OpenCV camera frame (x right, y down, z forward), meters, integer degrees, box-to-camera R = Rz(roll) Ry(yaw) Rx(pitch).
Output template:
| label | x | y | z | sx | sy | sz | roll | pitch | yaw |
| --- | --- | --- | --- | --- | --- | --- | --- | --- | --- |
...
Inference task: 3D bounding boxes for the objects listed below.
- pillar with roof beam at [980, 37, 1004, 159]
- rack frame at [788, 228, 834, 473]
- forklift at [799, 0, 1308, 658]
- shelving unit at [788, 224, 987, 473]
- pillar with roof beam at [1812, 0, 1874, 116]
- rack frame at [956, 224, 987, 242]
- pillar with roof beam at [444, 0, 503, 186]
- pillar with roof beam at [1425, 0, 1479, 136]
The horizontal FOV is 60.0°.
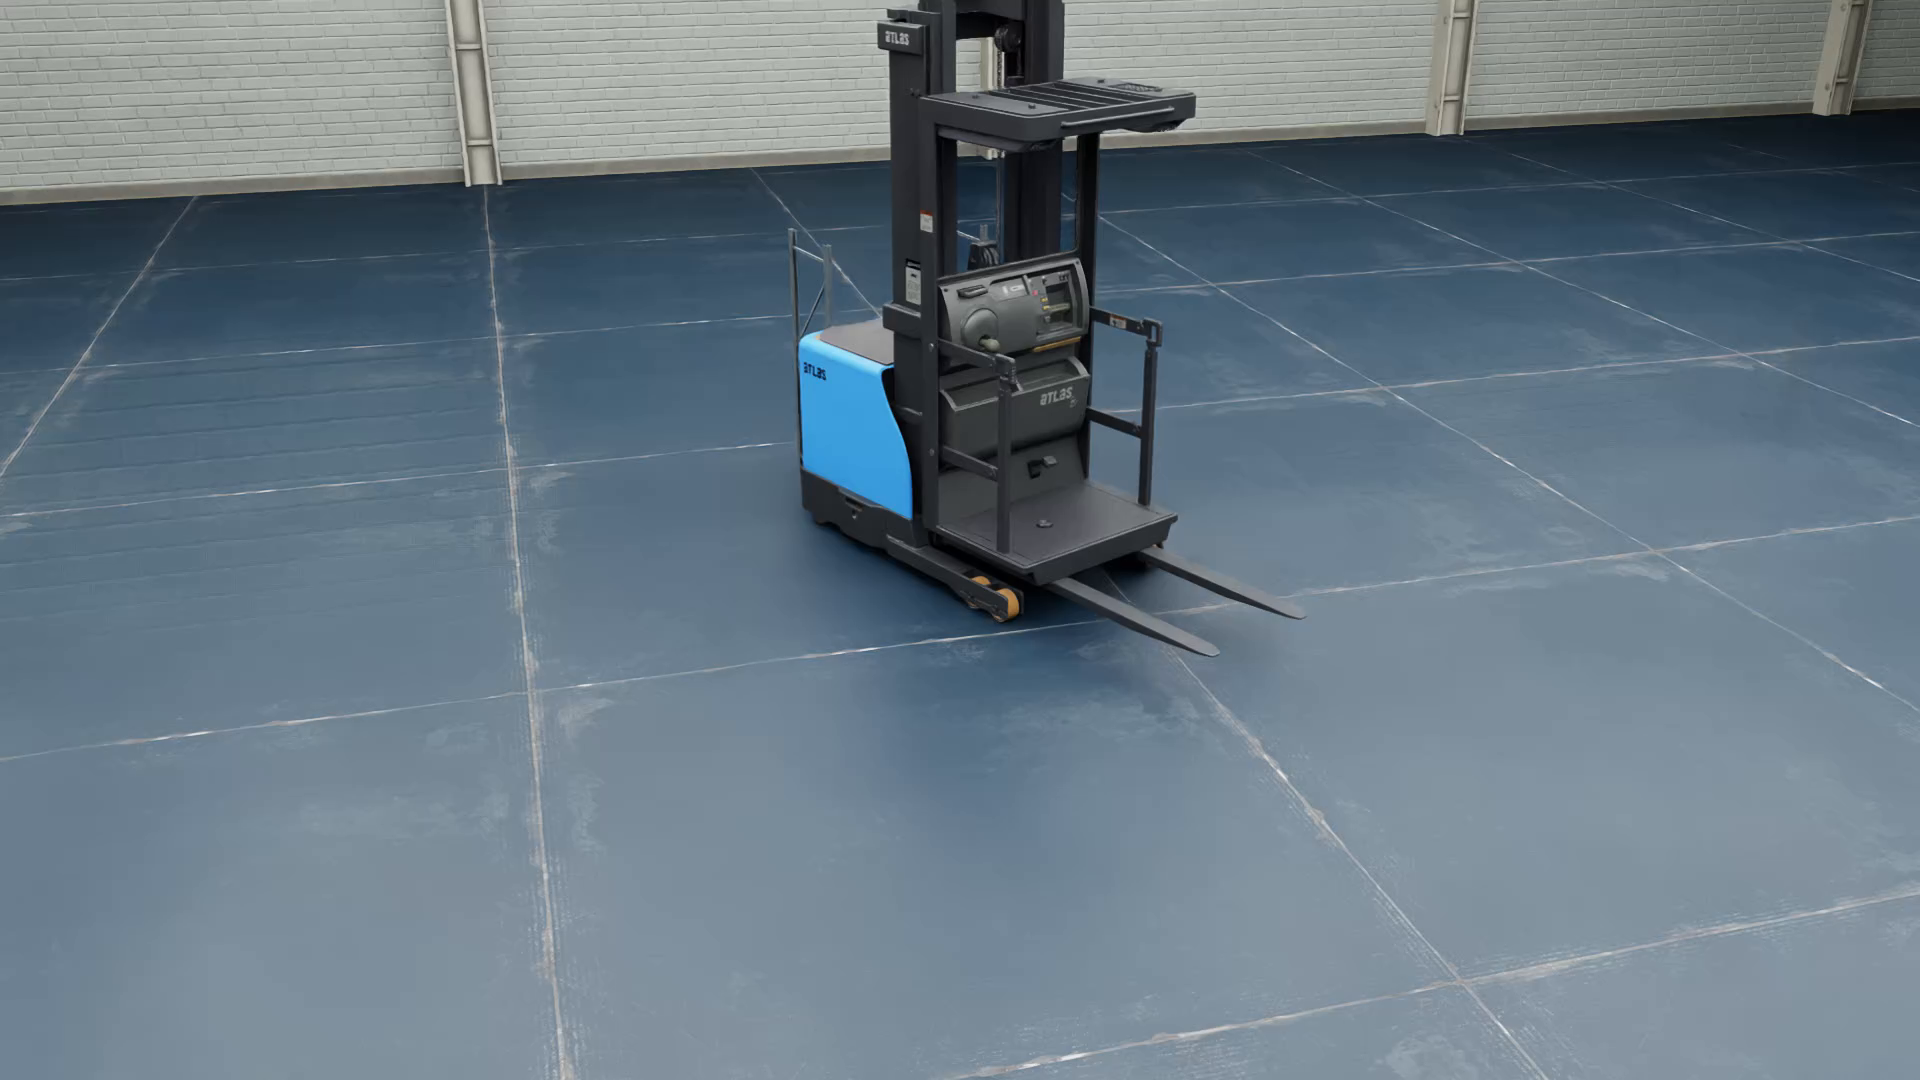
| label | x | y | z | sx | sy | sz | roll | pitch | yaw |
| --- | --- | --- | --- | --- | --- | --- | --- | --- | --- |
| pillar with roof beam | 1.638 | -7.117 | 14.425 | 0.400 | 9.000 | 9.100 | -6 | 24 | -14 |
| rack frame | -0.858 | -1.034 | 9.759 | 0.032 | 1.500 | 0.500 | -13 | 26 | -28 |
| forklift | 0.422 | -1.161 | 8.240 | 1.130 | 2.935 | 3.031 | -18 | 29 | -36 |
| shelving unit | -0.420 | -1.136 | 9.996 | 1.048 | 1.500 | 0.538 | -13 | 26 | -28 |
| pillar with roof beam | 13.192 | -8.396 | 17.404 | 0.400 | 9.000 | 9.100 | -6 | 24 | -14 |
| rack frame | 0.018 | -1.238 | 10.233 | 0.032 | 1.500 | 0.500 | -13 | 26 | -28 |
| pillar with roof beam | -4.139 | -6.478 | 12.936 | 0.400 | 9.000 | 9.100 | -6 | 24 | -14 |
| pillar with roof beam | 7.415 | -7.756 | 15.915 | 0.400 | 9.000 | 9.100 | -6 | 24 | -14 |
